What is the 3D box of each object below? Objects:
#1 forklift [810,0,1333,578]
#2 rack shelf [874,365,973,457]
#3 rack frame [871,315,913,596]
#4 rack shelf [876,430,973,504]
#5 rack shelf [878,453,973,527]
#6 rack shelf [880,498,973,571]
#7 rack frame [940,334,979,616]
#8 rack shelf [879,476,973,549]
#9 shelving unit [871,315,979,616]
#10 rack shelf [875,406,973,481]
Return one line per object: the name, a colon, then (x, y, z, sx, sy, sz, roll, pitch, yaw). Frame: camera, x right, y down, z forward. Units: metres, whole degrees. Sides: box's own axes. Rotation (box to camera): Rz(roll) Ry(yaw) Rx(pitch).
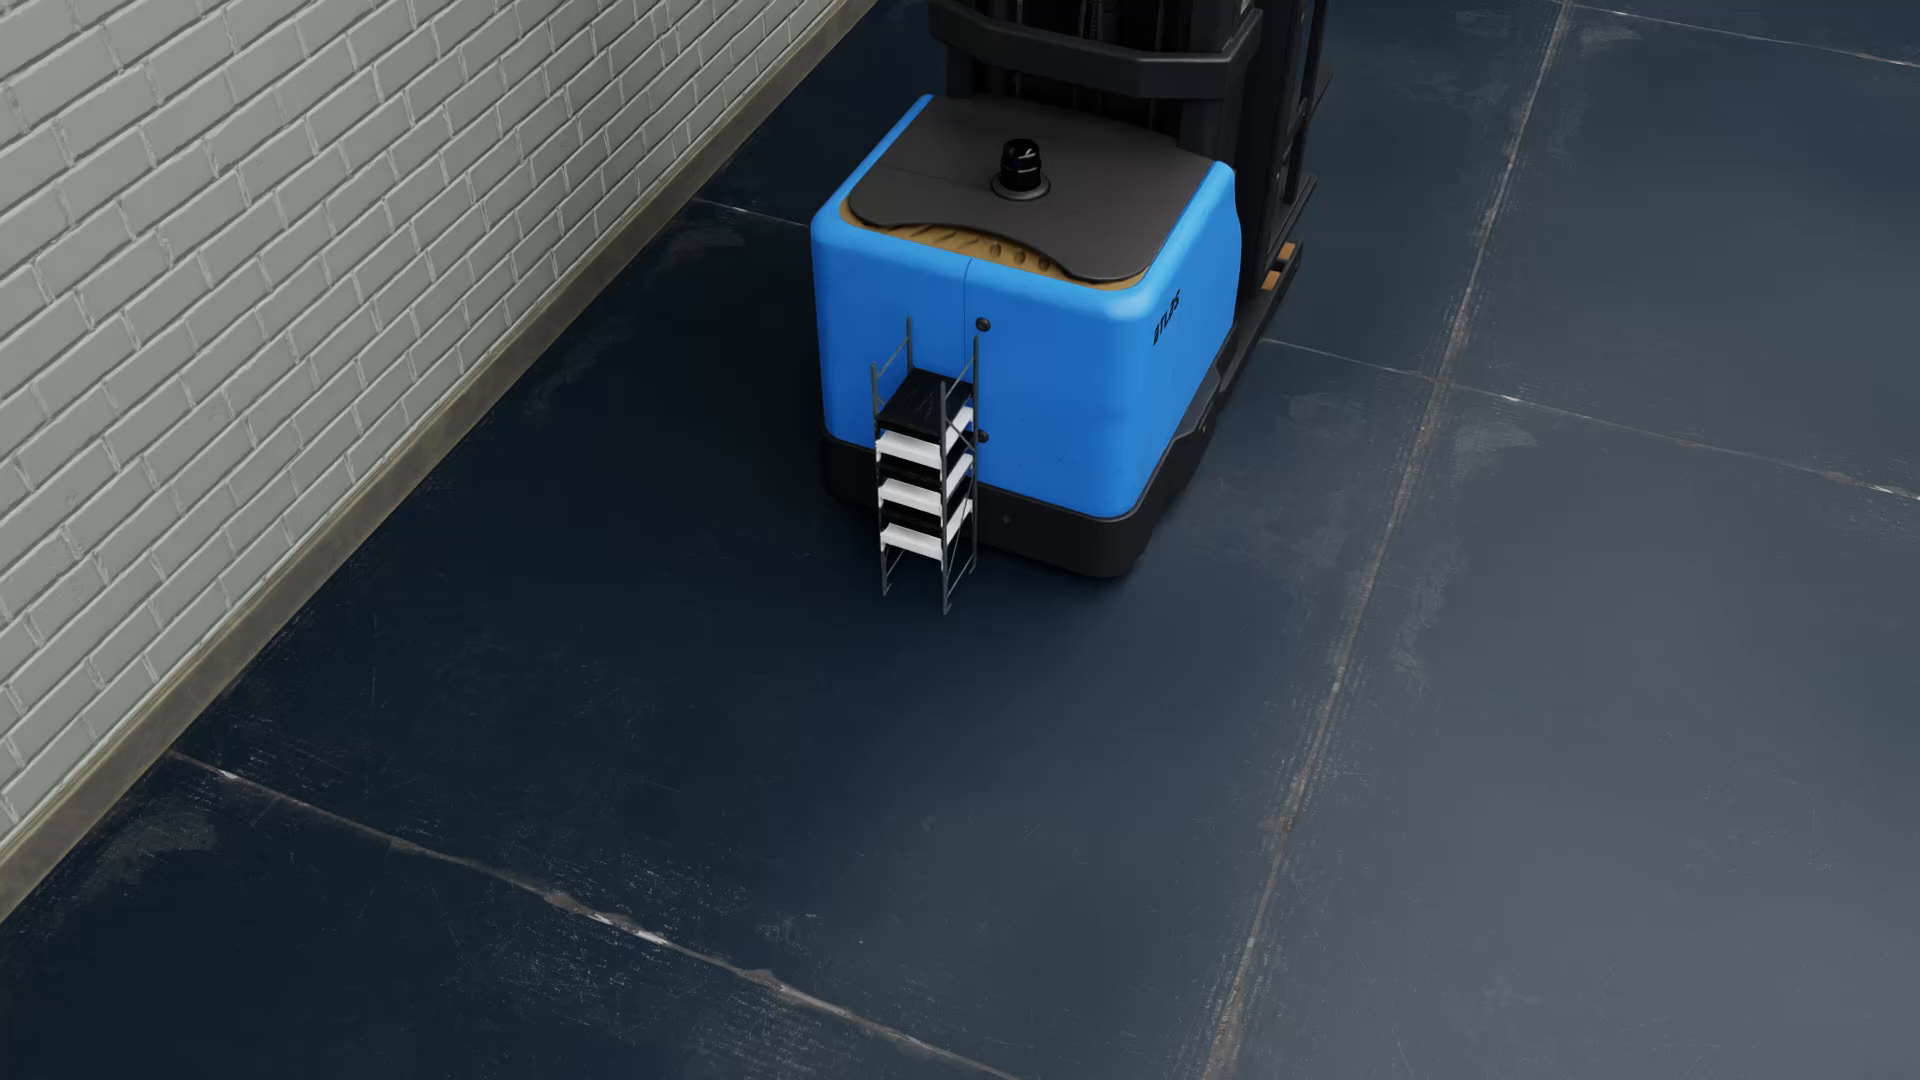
forklift: (0.625, -1.974, 5.156, 1.130, 2.935, 3.031, 17, 47, 17)
rack shelf: (-0.093, -0.363, 4.640, 0.200, 0.077, 0.258, 17, 48, 17)
rack frame: (-0.186, -0.225, 4.837, 0.006, 0.900, 0.240, 17, 48, 17)
rack shelf: (-0.093, -0.236, 4.768, 0.200, 0.077, 0.258, 17, 48, 17)
rack shelf: (-0.093, -0.172, 4.832, 0.200, 0.077, 0.258, 17, 48, 17)
rack shelf: (-0.093, -0.045, 4.959, 0.200, 0.077, 0.258, 17, 48, 17)
rack frame: (0.000, -0.166, 4.779, 0.006, 0.900, 0.240, 17, 48, 17)
rack shelf: (-0.093, -0.108, 4.895, 0.200, 0.077, 0.258, 17, 48, 17)
shelving unit: (-0.093, -0.196, 4.808, 0.210, 0.900, 0.258, 17, 48, 17)
rack shelf: (-0.093, -0.299, 4.704, 0.200, 0.077, 0.258, 17, 48, 17)
